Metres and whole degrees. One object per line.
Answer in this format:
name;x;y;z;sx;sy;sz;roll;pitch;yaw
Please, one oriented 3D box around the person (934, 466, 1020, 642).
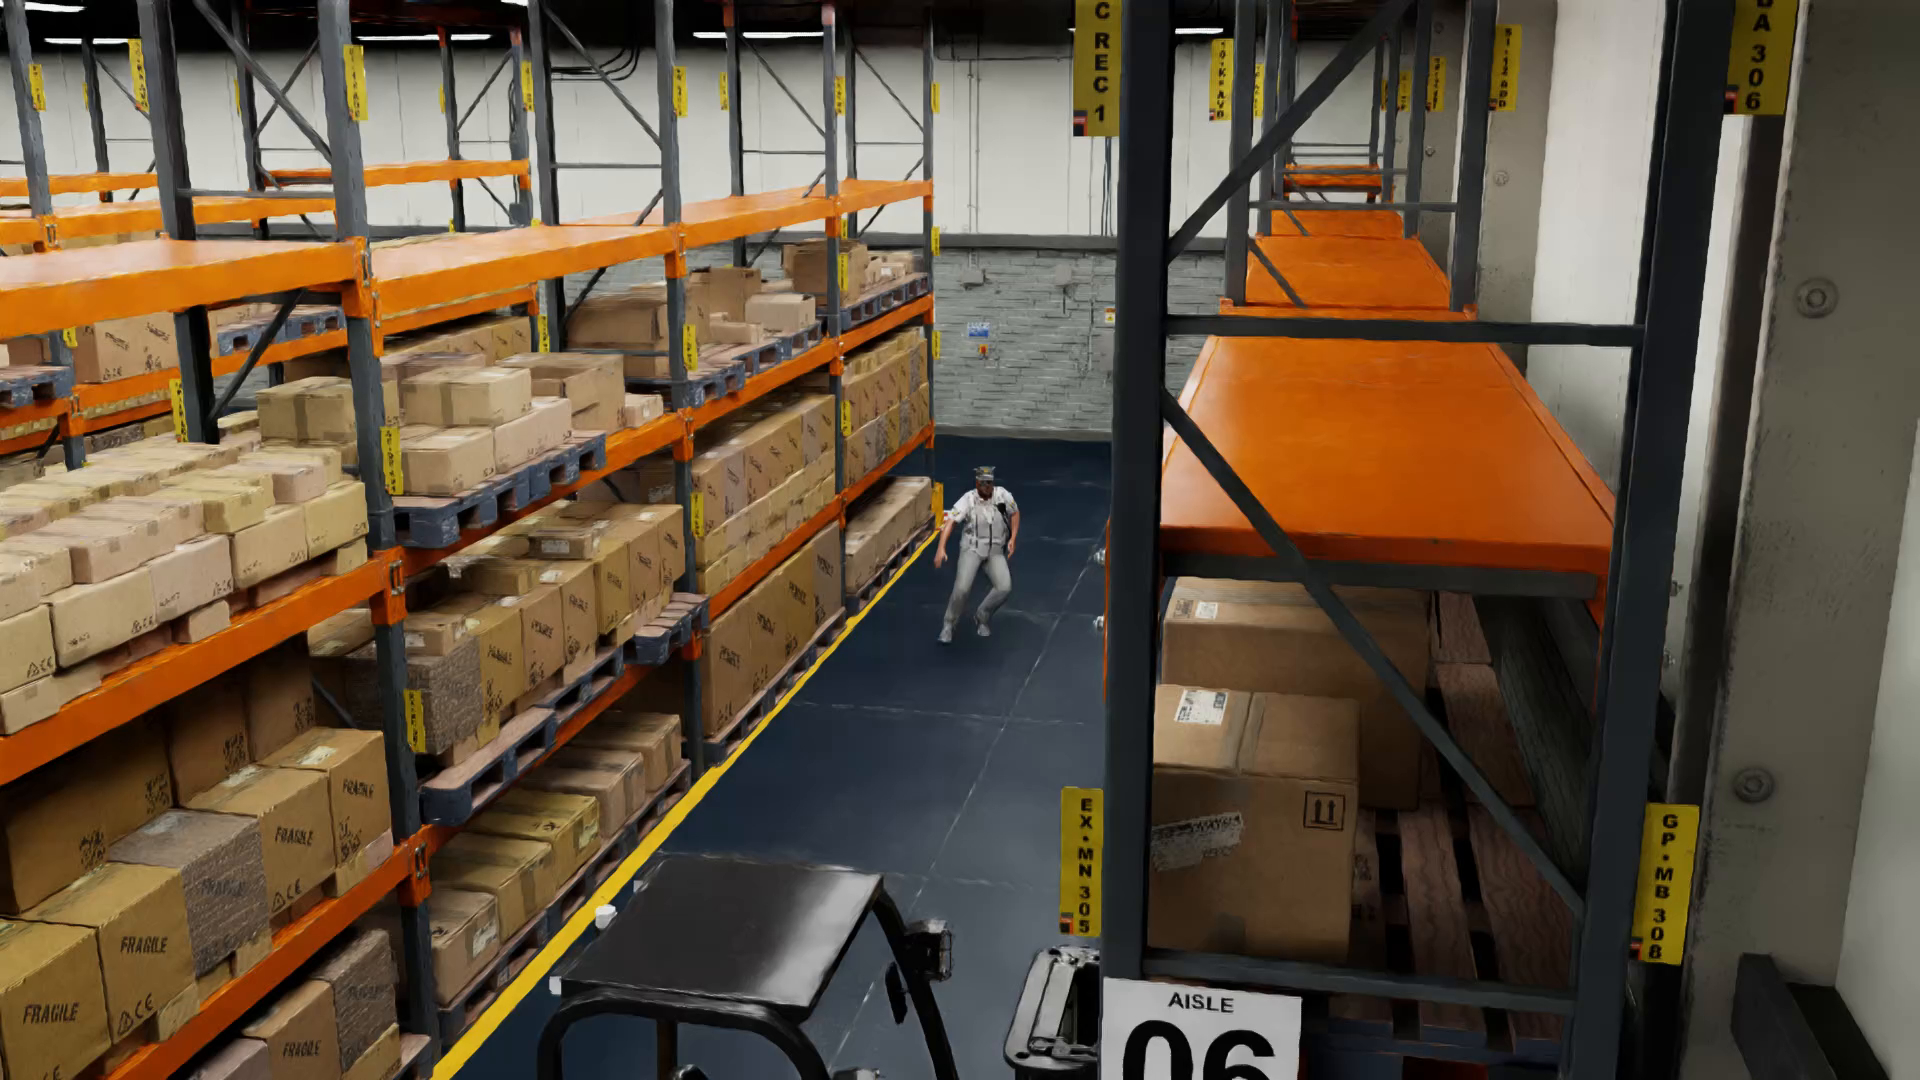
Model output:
person;0.147;0.120;15.804;0.934;1.717;0.524;-5;16;-20
